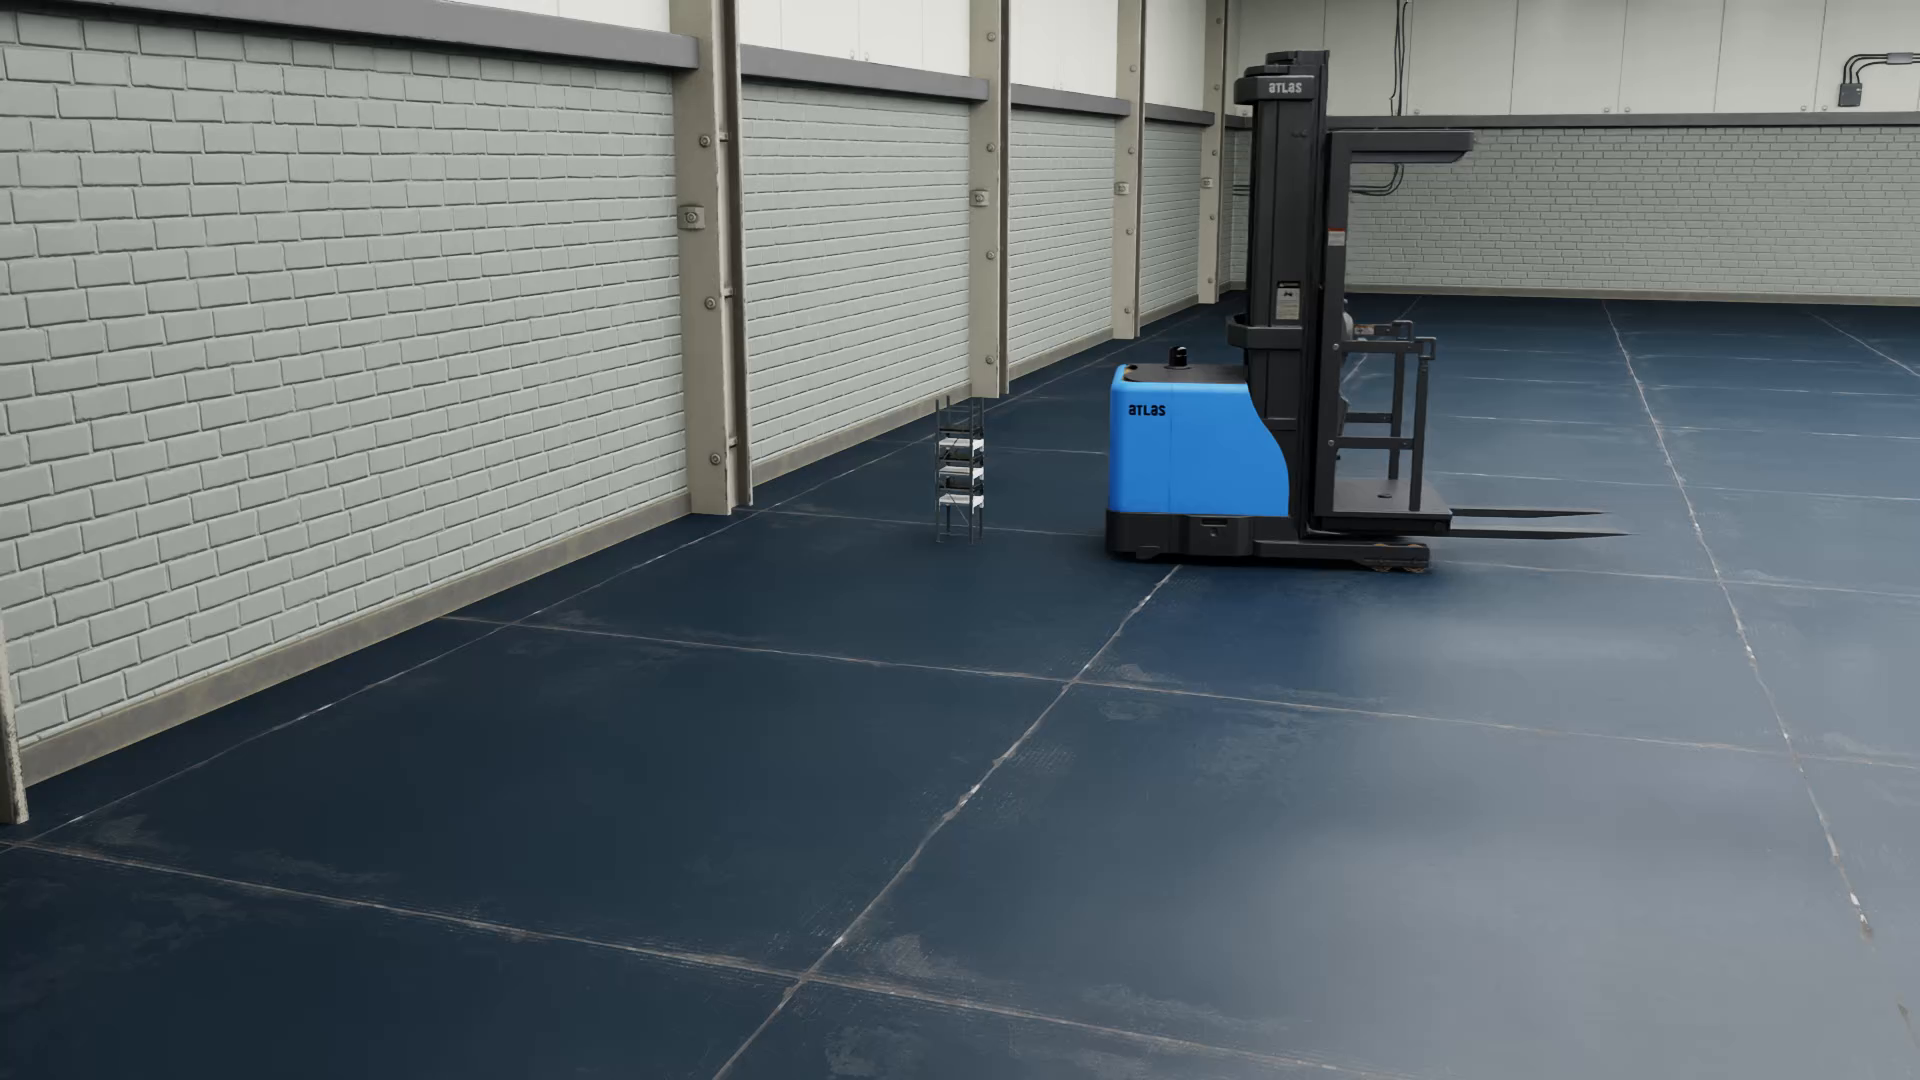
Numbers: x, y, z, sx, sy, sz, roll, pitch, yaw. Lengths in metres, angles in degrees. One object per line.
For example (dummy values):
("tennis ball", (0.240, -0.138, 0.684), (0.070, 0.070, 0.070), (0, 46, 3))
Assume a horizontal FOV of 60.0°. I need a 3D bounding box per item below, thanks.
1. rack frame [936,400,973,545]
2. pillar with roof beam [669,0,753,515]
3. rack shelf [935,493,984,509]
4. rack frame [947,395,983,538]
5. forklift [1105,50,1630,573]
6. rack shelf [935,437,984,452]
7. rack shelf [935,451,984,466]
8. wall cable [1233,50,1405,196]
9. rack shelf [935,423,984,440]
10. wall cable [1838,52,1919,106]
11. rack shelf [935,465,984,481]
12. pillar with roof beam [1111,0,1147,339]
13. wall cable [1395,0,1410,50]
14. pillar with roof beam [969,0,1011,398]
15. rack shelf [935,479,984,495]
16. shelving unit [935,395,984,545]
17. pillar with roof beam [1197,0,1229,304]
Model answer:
("rack frame", (-0.036, -0.416, 10.287), (0.240, 0.900, 0.006), (4, 14, 18))
("pillar with roof beam", (2.425, -4.296, 9.088), (9.100, 9.000, 0.400), (4, 14, 18))
("rack shelf", (-0.003, -0.229, 10.428), (0.258, 0.077, 0.200), (4, 14, 18))
("rack frame", (0.030, -0.458, 10.474), (0.240, 0.900, 0.006), (4, 14, 18))
("forklift", (2.427, -1.364, 9.876), (3.031, 2.935, 1.130), (2, 13, 7))
("rack shelf", (-0.003, -0.580, 10.348), (0.258, 0.077, 0.200), (4, 14, 18))
("rack shelf", (-0.003, -0.492, 10.368), (0.258, 0.077, 0.200), (4, 14, 18))
("wall cable", (6.380, -7.407, 29.697), (3.097, 2.526, 0.112), (4, 14, 18))
("rack shelf", (-0.003, -0.668, 10.328), (0.258, 0.077, 0.200), (4, 14, 18))
("wall cable", (15.358, -9.892, 25.963), (2.305, 6.003, 0.169), (4, 14, 18))
("rack shelf", (-0.003, -0.405, 10.388), (0.258, 0.077, 0.200), (4, 14, 18))
("pillar with roof beam", (6.308, -6.823, 20.158), (9.100, 9.000, 0.400), (4, 14, 18))
("wall cable", (8.940, -9.675, 28.281), (3.097, 2.526, 0.112), (4, 14, 18))
("pillar with roof beam", (4.366, -5.559, 14.623), (9.100, 9.000, 0.400), (4, 14, 18))
("rack shelf", (-0.003, -0.317, 10.408), (0.258, 0.077, 0.200), (4, 14, 18))
("shelving unit", (-0.003, -0.437, 10.380), (0.258, 0.900, 0.210), (4, 14, 18))
("pillar with roof beam", (8.249, -8.086, 25.693), (9.100, 9.000, 0.400), (4, 14, 18))
